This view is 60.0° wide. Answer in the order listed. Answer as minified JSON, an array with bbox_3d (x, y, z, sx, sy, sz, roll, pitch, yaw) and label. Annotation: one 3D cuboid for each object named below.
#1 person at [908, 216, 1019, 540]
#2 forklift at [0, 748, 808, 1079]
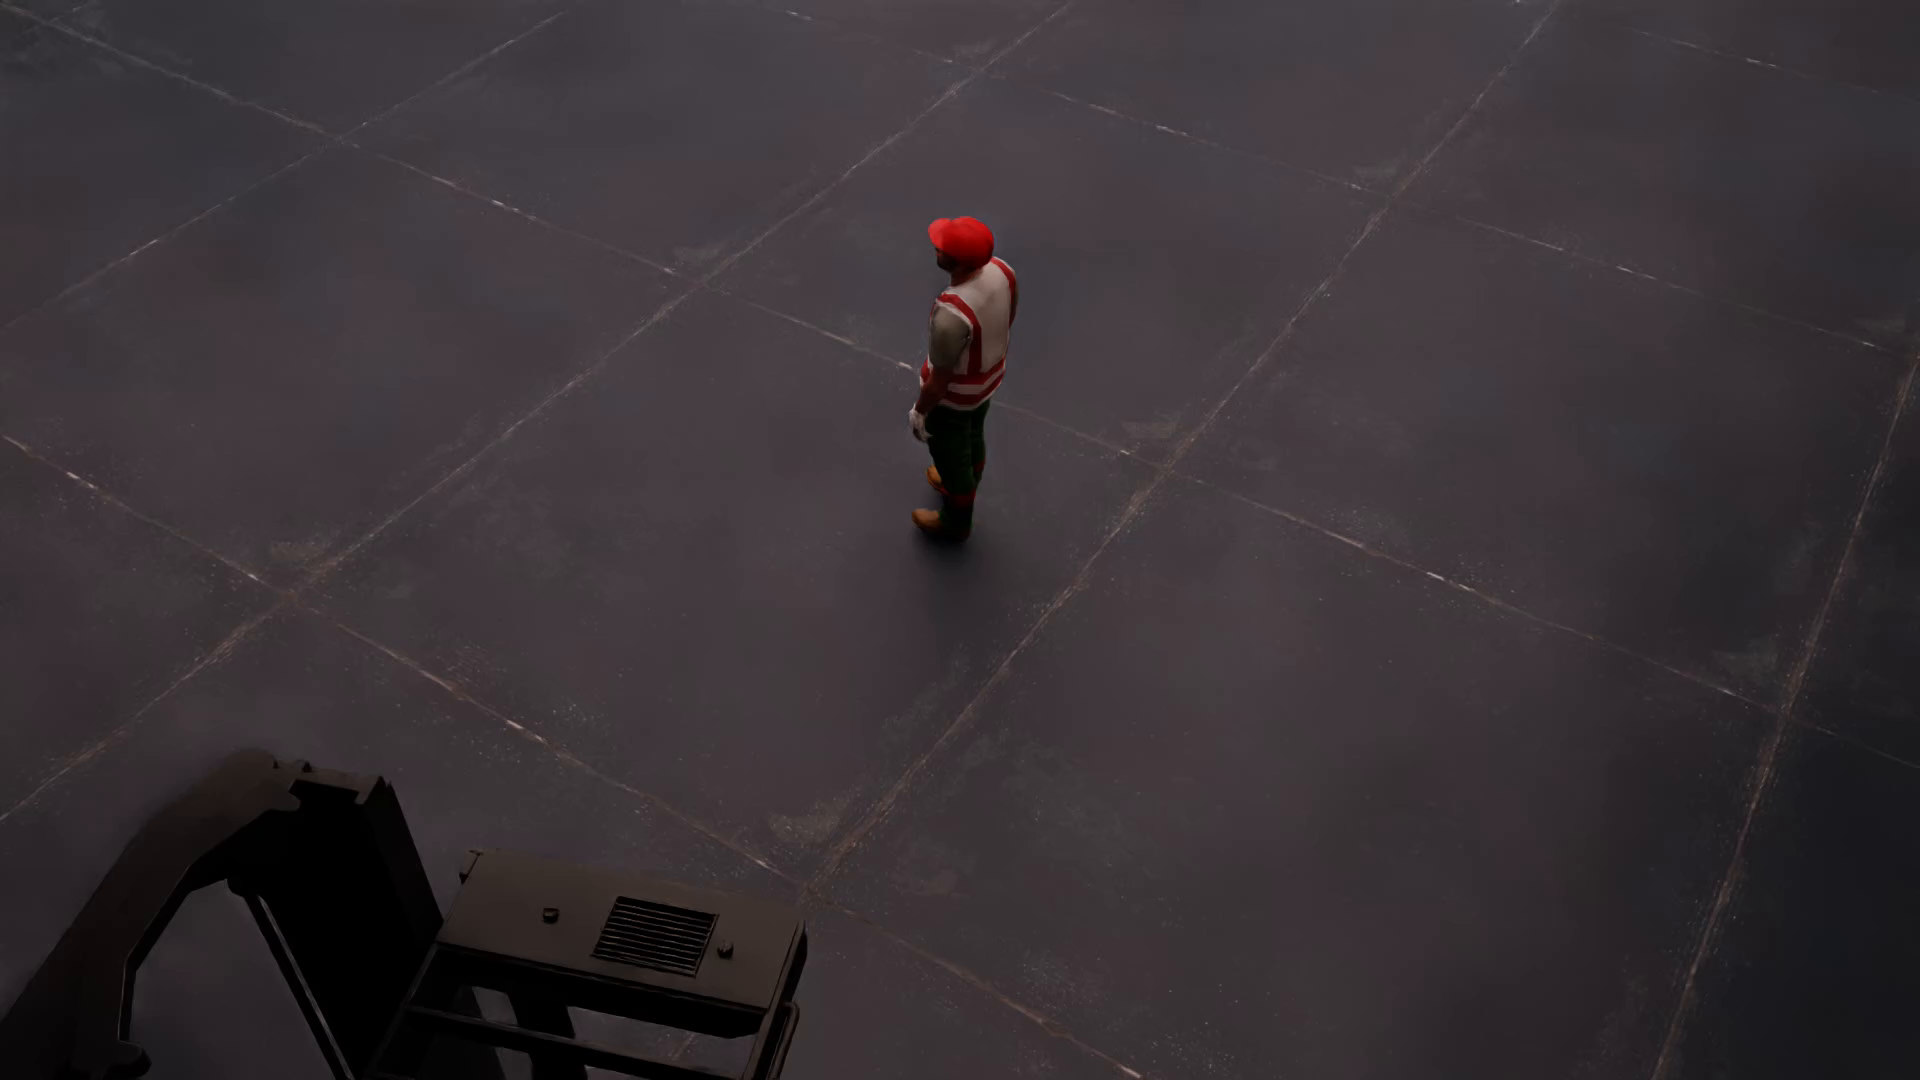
[{"bbox_3d":[-0.062,-0.719,7.370,0.563,1.787,0.637,24,48,23],"label":"person"},{"bbox_3d":[-0.886,1.821,3.929,3.031,2.935,1.130,9,44,9],"label":"forklift"}]
